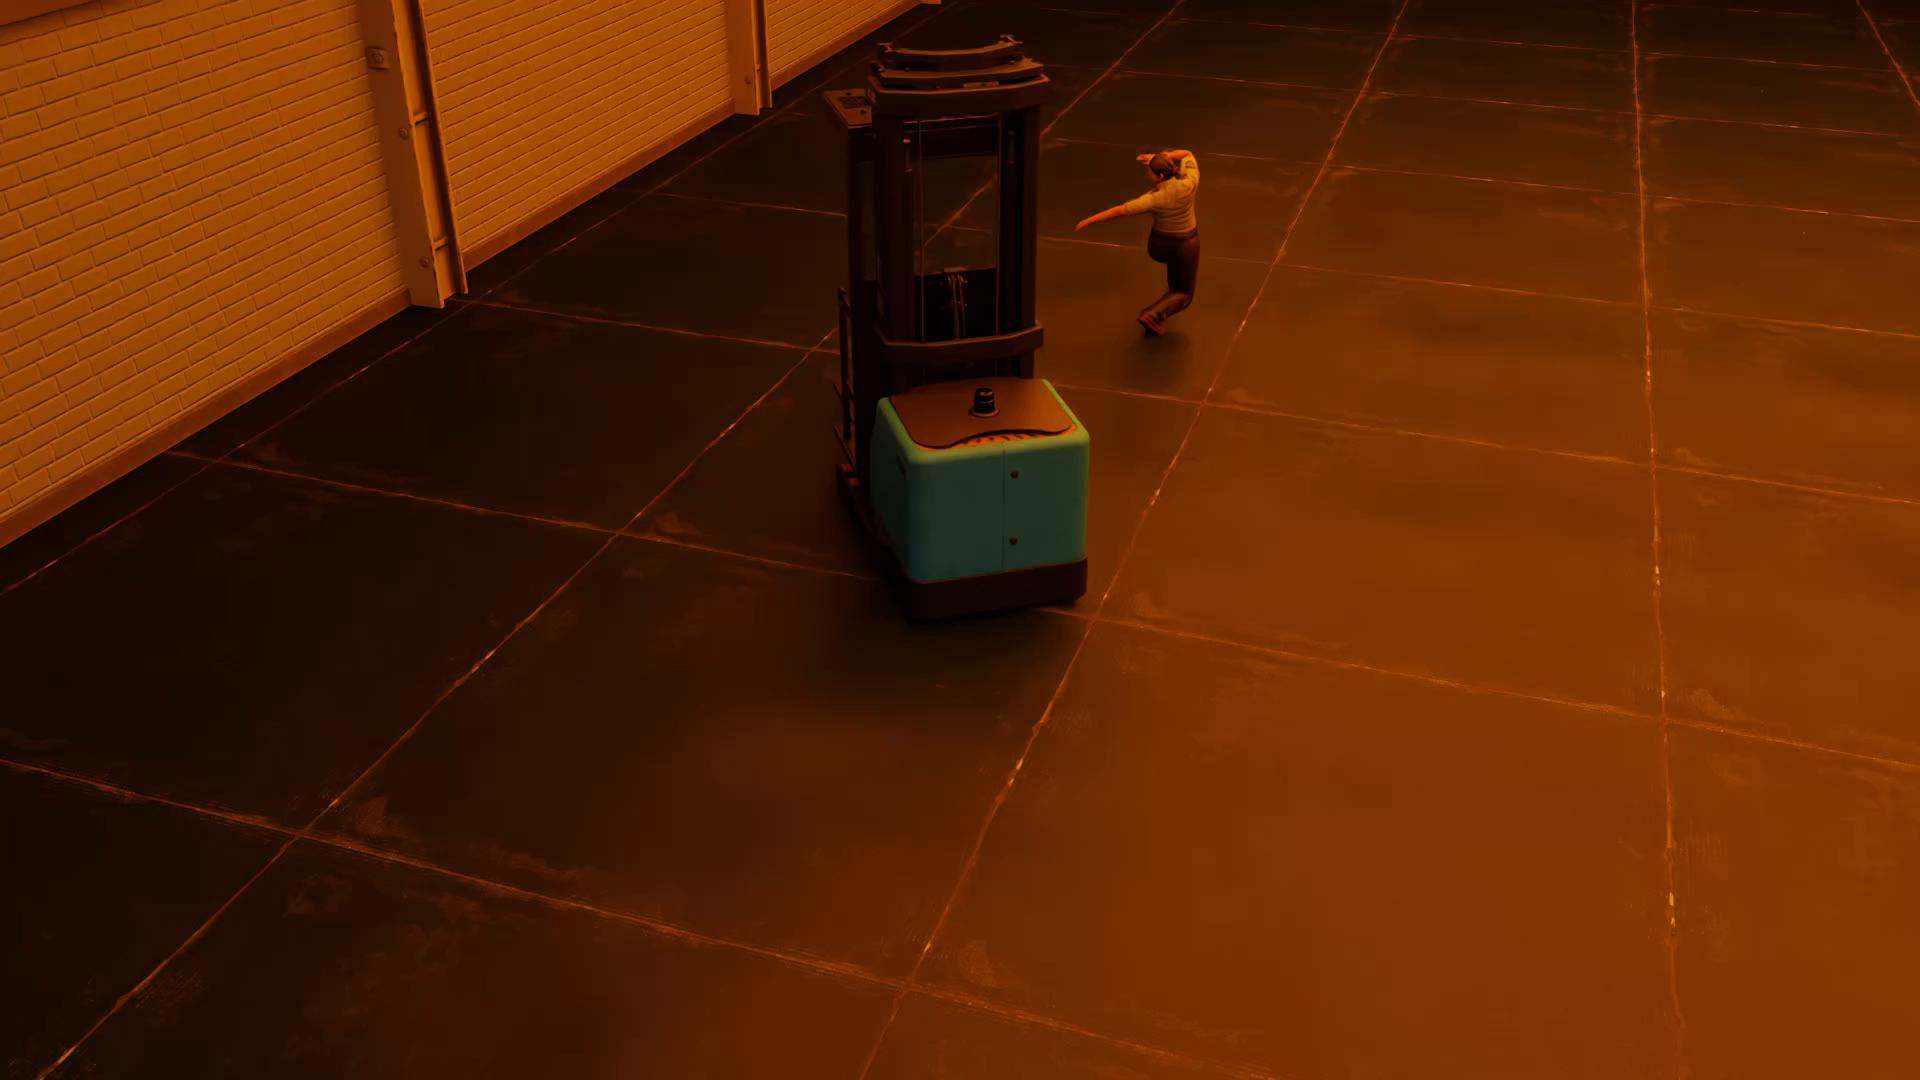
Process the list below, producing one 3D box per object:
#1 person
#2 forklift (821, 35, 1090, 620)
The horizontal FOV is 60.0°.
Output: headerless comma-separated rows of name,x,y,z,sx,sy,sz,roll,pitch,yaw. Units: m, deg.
person,1.419,-2.374,12.907,0.909,1.378,0.933,10,31,16
forklift,-0.165,-1.548,9.852,1.130,2.935,3.031,-8,31,-13
